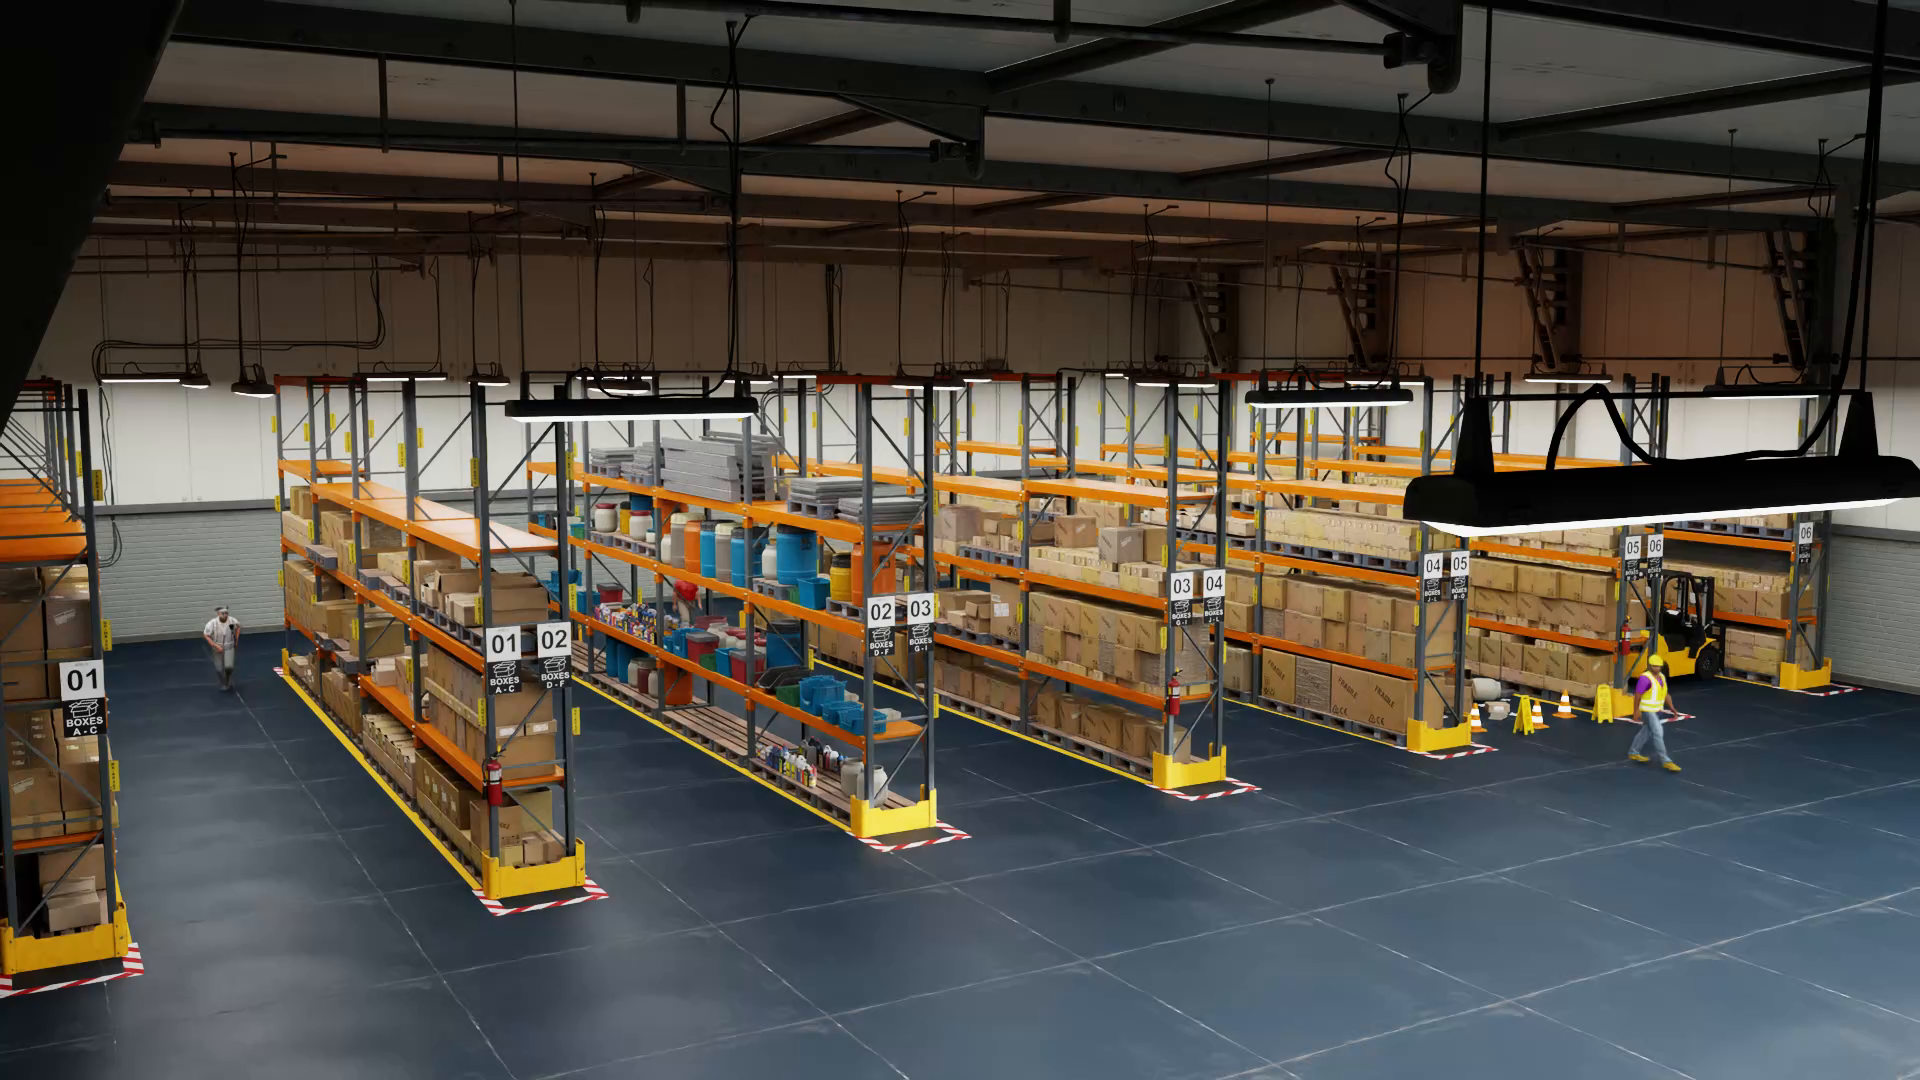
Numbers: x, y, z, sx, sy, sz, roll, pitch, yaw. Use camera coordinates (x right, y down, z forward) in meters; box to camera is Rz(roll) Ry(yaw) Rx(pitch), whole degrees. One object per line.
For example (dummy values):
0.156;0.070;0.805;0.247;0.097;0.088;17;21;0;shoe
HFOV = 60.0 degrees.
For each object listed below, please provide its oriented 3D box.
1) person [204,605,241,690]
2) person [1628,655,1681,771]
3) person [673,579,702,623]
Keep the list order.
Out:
-14.014;2.044;31.609;0.611;1.682;0.735;-2;7;-19;person
10.772;2.635;25.702;0.599;1.721;0.930;-5;8;-37;person
-6.048;1.441;37.012;0.547;1.659;1.102;-5;8;-40;person
